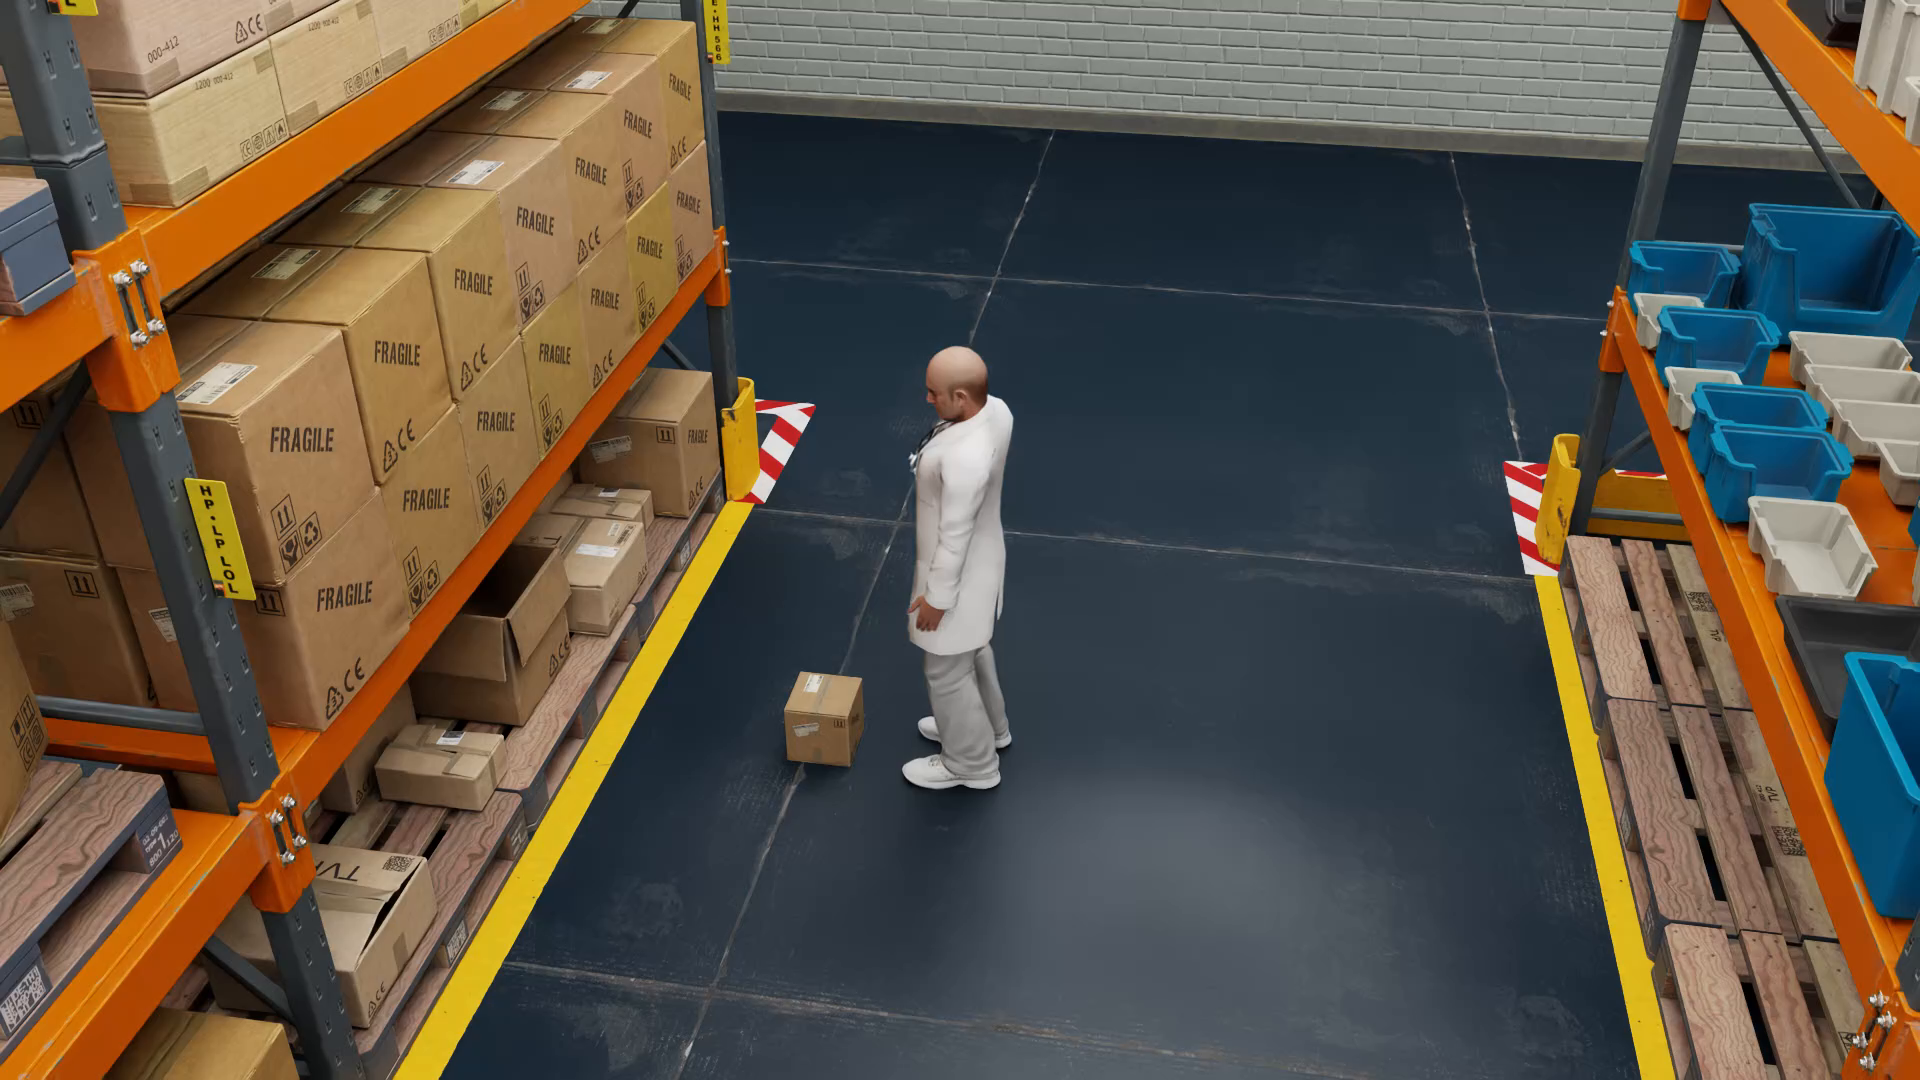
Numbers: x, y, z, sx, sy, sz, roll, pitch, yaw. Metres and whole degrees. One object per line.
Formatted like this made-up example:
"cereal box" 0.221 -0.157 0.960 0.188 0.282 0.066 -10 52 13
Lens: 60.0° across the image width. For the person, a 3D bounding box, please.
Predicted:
"person" -0.013 0.116 5.974 0.377 1.774 0.562 6 32 9
